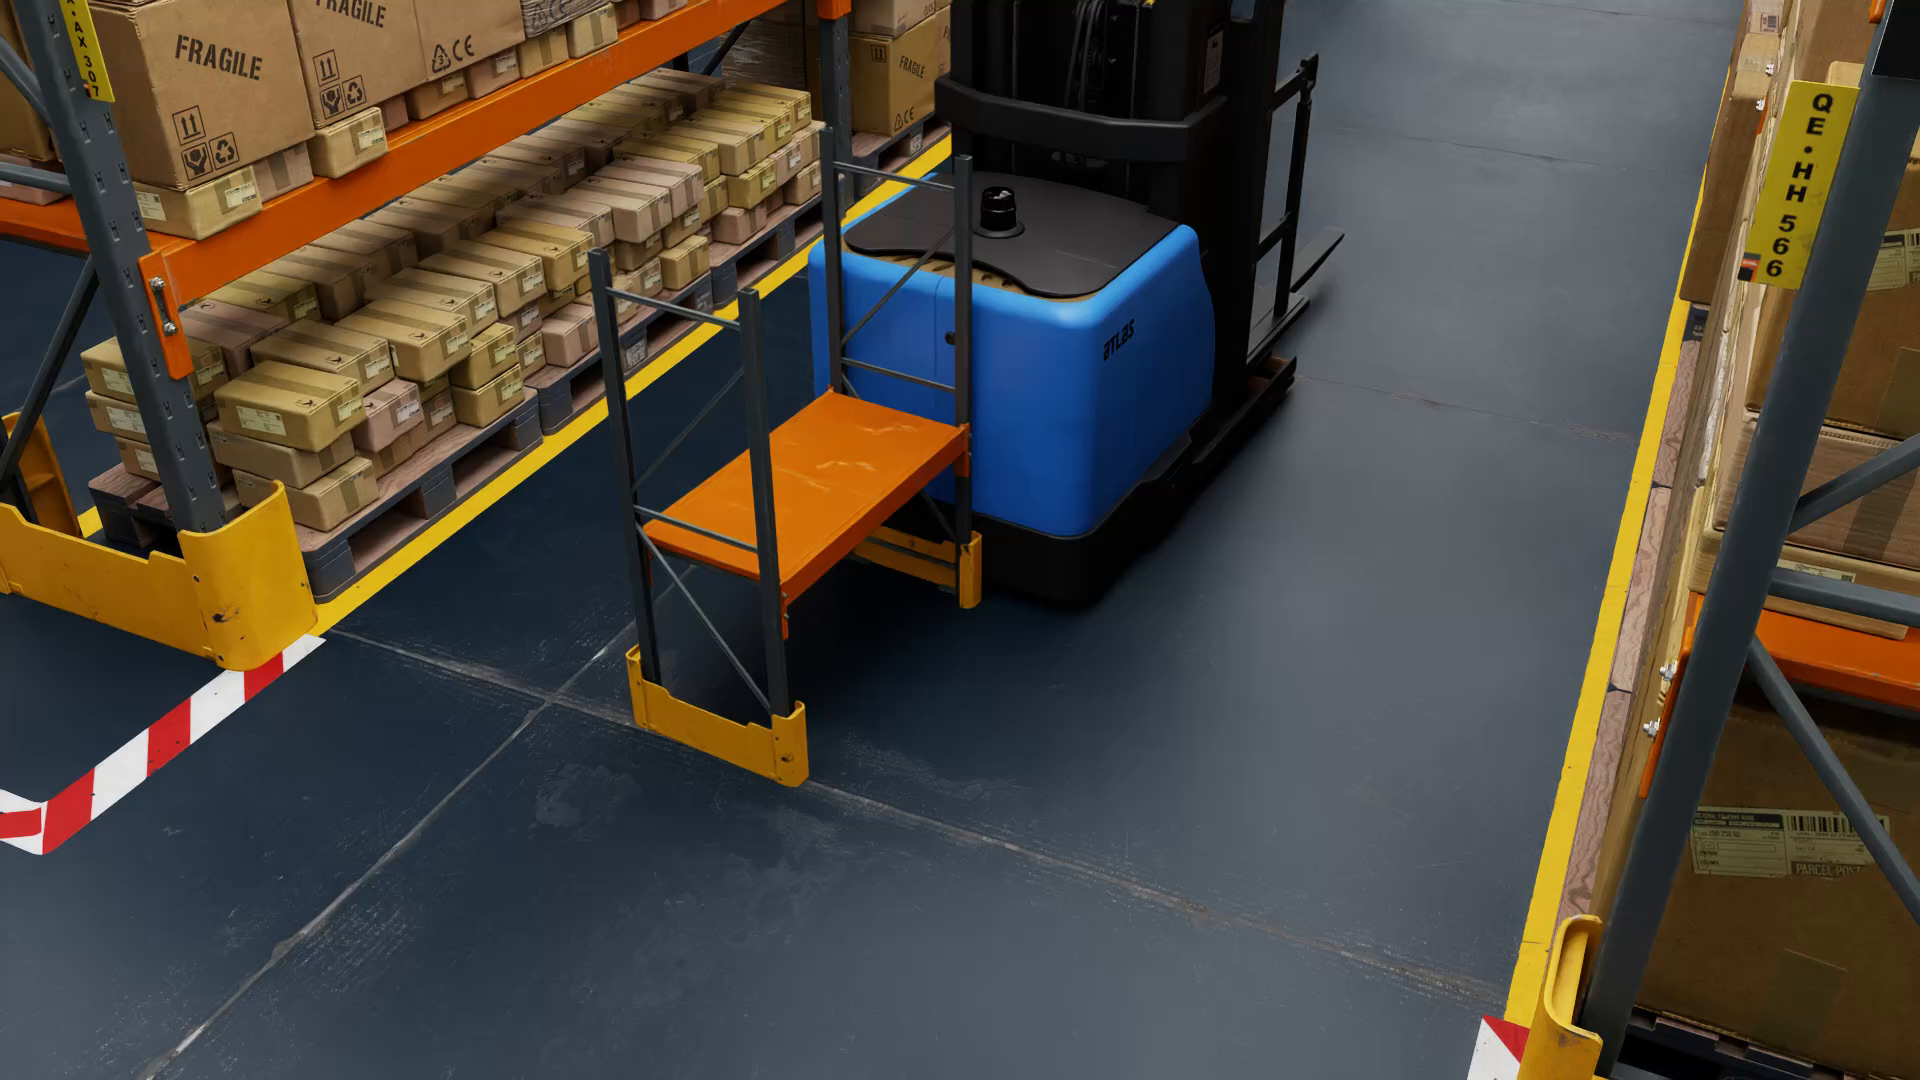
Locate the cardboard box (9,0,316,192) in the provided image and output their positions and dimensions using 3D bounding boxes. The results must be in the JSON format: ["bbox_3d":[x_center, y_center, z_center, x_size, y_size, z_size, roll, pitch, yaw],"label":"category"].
[{"bbox_3d":[-2.240,-1.344,4.702,0.500,0.500,0.500,16,36,23],"label":"cardboard box"}]

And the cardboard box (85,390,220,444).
[{"bbox_3d":[-2.718,-0.454,5.652,0.380,0.149,0.250,13,36,19],"label":"cardboard box"}]

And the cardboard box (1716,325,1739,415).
[{"bbox_3d":[1.953,-0.357,3.787,0.380,0.149,0.250,15,36,21],"label":"cardboard box"}]

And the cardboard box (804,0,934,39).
[{"bbox_3d":[-0.457,-2.761,8.438,0.500,0.250,0.500,13,35,18],"label":"cardboard box"}]

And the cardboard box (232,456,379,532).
[{"bbox_3d":[-2.169,-0.189,5.519,0.380,0.149,0.250,15,36,21],"label":"cardboard box"}]

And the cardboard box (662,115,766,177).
[{"bbox_3d":[-1.087,-1.743,7.347,0.380,0.149,0.250,14,36,20],"label":"cardboard box"}]

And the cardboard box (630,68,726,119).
[{"bbox_3d":[-1.338,-2.118,7.919,0.380,0.149,0.250,16,36,22],"label":"cardboard box"}]

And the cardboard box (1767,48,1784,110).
[{"bbox_3d":[2.921,-1.515,5.554,0.380,0.149,0.250,13,35,19],"label":"cardboard box"}]

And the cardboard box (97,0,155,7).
[{"bbox_3d":[-2.250,-1.765,4.431,0.500,0.500,0.500,14,36,20],"label":"cardboard box"}]

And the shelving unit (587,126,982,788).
[{"bbox_3d":[-0.447,-0.261,4.780,0.587,1.500,1.083,18,37,25],"label":"shelving unit"}]

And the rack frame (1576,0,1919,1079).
[{"bbox_3d":[1.781,0.170,2.755,0.949,2.616,0.053,14,36,20],"label":"rack frame"}]

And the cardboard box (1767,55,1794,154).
[{"bbox_3d":[2.598,-1.204,4.715,0.500,0.250,0.500,15,36,22],"label":"cardboard box"}]

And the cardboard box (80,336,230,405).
[{"bbox_3d":[-2.688,-0.572,5.561,0.380,0.149,0.250,15,36,21],"label":"cardboard box"}]

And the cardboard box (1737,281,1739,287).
[{"bbox_3d":[2.273,-0.739,4.370,0.380,0.149,0.250,15,36,21],"label":"cardboard box"}]

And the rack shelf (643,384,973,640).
[{"bbox_3d":[-0.442,-0.114,4.885,0.538,0.185,1.000,18,37,25],"label":"rack shelf"}]

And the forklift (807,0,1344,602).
[{"bbox_3d":[0.678,-1.809,5.836,1.130,2.935,3.031,18,37,25],"label":"forklift"}]

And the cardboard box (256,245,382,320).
[{"bbox_3d":[-2.372,-0.956,6.147,0.380,0.149,0.250,13,35,19],"label":"cardboard box"}]

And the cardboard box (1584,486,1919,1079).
[{"bbox_3d":[1.979,0.546,3.736,0.875,0.875,0.875,14,36,20],"label":"cardboard box"}]

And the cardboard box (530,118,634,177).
[{"bbox_3d":[-1.656,-1.722,7.315,0.380,0.149,0.250,13,36,19],"label":"cardboard box"}]

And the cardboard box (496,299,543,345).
[{"bbox_3d":[-1.808,-0.850,6.256,0.380,0.149,0.250,12,35,18],"label":"cardboard box"}]

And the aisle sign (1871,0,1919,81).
[{"bbox_3d":[1.481,-0.950,2.092,0.394,0.787,0.004,14,36,20],"label":"aisle sign"}]

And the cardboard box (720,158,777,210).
[{"bbox_3d":[-1.047,-1.613,7.420,0.380,0.149,0.250,13,35,19],"label":"cardboard box"}]

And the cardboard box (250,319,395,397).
[{"bbox_3d":[-2.145,-0.598,5.600,0.380,0.149,0.250,15,36,21],"label":"cardboard box"}]

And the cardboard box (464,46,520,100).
[{"bbox_3d":[-1.767,-1.663,5.780,0.380,0.149,0.250,13,36,20],"label":"cardboard box"}]

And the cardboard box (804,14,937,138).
[{"bbox_3d":[-0.456,-2.447,8.643,0.500,0.500,0.500,16,36,22],"label":"cardboard box"}]

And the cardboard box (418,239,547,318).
[{"bbox_3d":[-1.770,-0.972,6.172,0.380,0.149,0.250,16,36,22],"label":"cardboard box"}]

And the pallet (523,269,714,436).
[{"bbox_3d":[-1.764,-0.891,6.917,1.003,0.211,1.213,14,36,20],"label":"pallet"}]

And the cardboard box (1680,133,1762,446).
[{"bbox_3d":[3.108,-0.798,5.787,0.875,0.875,0.875,14,36,20],"label":"cardboard box"}]

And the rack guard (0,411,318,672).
[{"bbox_3d":[-2.647,-0.010,5.310,1.175,0.500,0.348,14,36,20],"label":"rack guard"}]

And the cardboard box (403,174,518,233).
[{"bbox_3d":[-2.015,-1.346,6.741,0.380,0.149,0.250,14,36,21],"label":"cardboard box"}]

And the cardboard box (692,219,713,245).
[{"bbox_3d":[-1.317,-1.360,7.305,0.380,0.149,0.250,13,36,19],"label":"cardboard box"}]

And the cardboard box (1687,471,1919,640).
[{"bbox_3d":[1.633,0.023,3.209,0.380,0.149,0.250,15,36,21],"label":"cardboard box"}]

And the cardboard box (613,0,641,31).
[{"bbox_3d":[-1.459,-2.057,6.380,0.380,0.149,0.250,14,36,20],"label":"cardboard box"}]

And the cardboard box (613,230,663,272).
[{"bbox_3d":[-1.460,-1.250,6.867,0.380,0.149,0.250,12,35,18],"label":"cardboard box"}]

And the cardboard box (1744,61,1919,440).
[{"bbox_3d":[1.749,-0.508,2.970,0.500,0.500,0.500,15,36,21],"label":"cardboard box"}]

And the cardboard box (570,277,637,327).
[{"bbox_3d":[-1.534,-0.962,6.699,0.380,0.149,0.250,14,36,21],"label":"cardboard box"}]

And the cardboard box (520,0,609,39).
[{"bbox_3d":[-1.615,-2.113,5.874,0.500,0.500,0.500,13,36,19],"label":"cardboard box"}]

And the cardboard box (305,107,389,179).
[{"bbox_3d":[-2.016,-1.257,5.160,0.380,0.149,0.250,13,35,19],"label":"cardboard box"}]

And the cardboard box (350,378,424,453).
[{"bbox_3d":[-2.061,-0.451,5.648,0.380,0.149,0.250,14,36,20],"label":"cardboard box"}]

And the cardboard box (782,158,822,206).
[{"bbox_3d":[-0.860,-1.720,7.854,0.380,0.149,0.250,15,36,21],"label":"cardboard box"}]

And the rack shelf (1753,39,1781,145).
[{"bbox_3d":[4.294,-2.517,7.509,1.077,0.370,4.000,14,36,20],"label":"rack shelf"}]

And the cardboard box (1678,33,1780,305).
[{"bbox_3d":[3.707,-1.432,6.753,1.225,0.875,0.875,14,36,21],"label":"cardboard box"}]

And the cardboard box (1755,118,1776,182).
[{"bbox_3d":[2.596,-1.125,4.959,0.380,0.149,0.250,14,36,20],"label":"cardboard box"}]

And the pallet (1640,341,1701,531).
[{"bbox_3d":[3.068,-0.295,6.007,1.003,0.211,1.213,14,36,20],"label":"pallet"}]

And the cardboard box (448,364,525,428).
[{"bbox_3d":[-1.830,-0.565,6.093,0.380,0.149,0.250,15,36,21],"label":"cardboard box"}]

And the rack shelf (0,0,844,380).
[{"bbox_3d":[-1.842,-1.713,6.283,1.077,0.370,4.000,14,36,20],"label":"rack shelf"}]

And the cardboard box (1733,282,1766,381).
[{"bbox_3d":[1.958,-0.446,3.560,0.500,0.250,0.500,14,36,20],"label":"cardboard box"}]

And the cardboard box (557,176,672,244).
[{"bbox_3d":[-1.397,-1.339,6.730,0.380,0.149,0.250,13,35,19],"label":"cardboard box"}]
